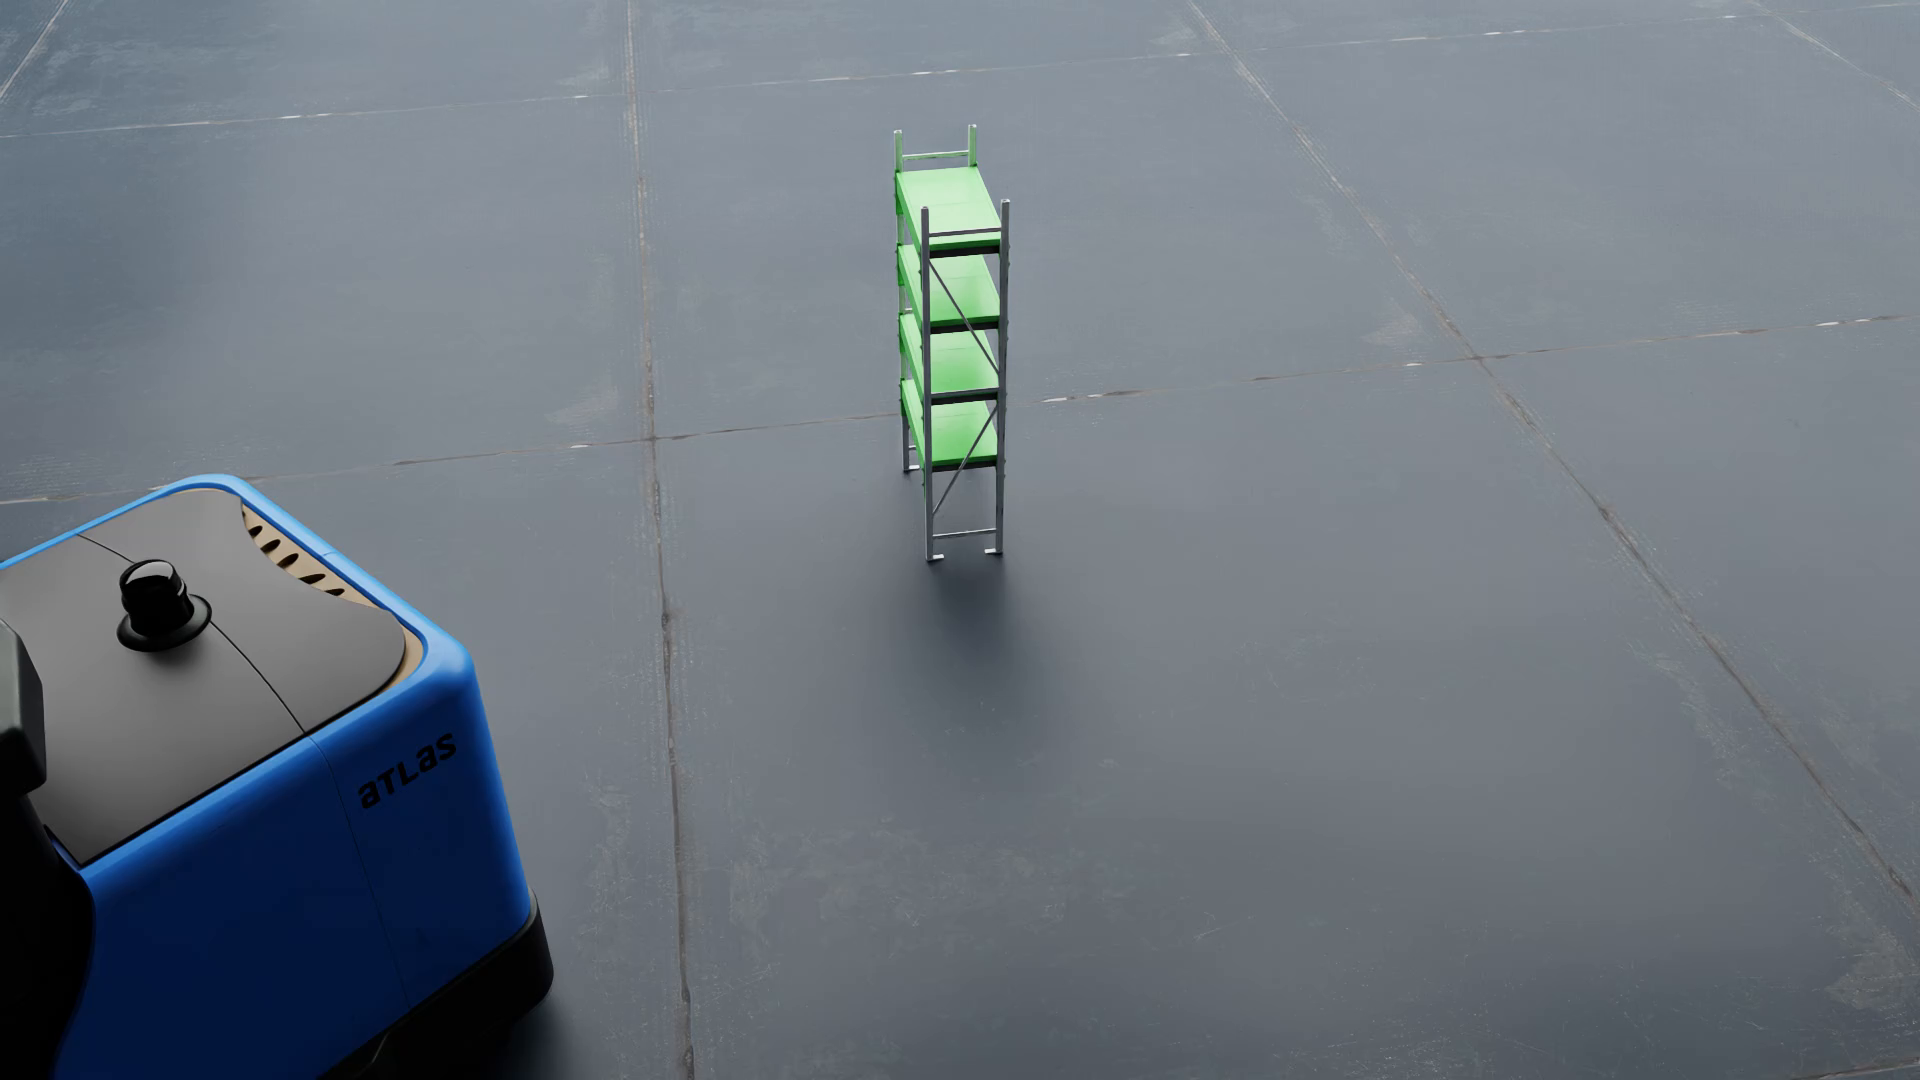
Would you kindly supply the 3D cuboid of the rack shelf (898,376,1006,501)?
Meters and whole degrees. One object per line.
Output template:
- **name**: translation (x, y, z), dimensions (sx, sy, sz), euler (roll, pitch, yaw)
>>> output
- **rack shelf**: translation (-0.029, -0.334, 5.197), dimensions (0.258, 0.148, 0.480), euler (-6, 38, -8)

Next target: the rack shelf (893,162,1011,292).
- **rack shelf**: translation (-0.029, -0.902, 4.755), dimensions (0.258, 0.148, 0.480), euler (-6, 38, -8)

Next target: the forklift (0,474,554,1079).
- **forklift**: translation (-2.292, 0.388, 2.362), dimensions (1.130, 2.935, 3.031), euler (29, 46, 32)

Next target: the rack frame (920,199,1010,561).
- **rack frame**: translation (0.014, -0.426, 4.821), dimensions (0.240, 1.200, 0.015), euler (-6, 38, -8)

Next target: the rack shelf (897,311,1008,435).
- **rack shelf**: translation (-0.029, -0.523, 5.050), dimensions (0.258, 0.148, 0.480), euler (-6, 38, -8)

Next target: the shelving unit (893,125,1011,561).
- **shelving unit**: translation (-0.029, -0.574, 5.011), dimensions (0.258, 1.200, 0.503), euler (-6, 38, -8)

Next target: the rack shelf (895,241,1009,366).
- **rack shelf**: translation (-0.029, -0.713, 4.903), dimensions (0.258, 0.148, 0.480), euler (-6, 38, -8)

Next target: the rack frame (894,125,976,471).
- **rack frame**: translation (-0.072, -0.721, 5.200), dimensions (0.240, 1.200, 0.015), euler (-6, 38, -8)
